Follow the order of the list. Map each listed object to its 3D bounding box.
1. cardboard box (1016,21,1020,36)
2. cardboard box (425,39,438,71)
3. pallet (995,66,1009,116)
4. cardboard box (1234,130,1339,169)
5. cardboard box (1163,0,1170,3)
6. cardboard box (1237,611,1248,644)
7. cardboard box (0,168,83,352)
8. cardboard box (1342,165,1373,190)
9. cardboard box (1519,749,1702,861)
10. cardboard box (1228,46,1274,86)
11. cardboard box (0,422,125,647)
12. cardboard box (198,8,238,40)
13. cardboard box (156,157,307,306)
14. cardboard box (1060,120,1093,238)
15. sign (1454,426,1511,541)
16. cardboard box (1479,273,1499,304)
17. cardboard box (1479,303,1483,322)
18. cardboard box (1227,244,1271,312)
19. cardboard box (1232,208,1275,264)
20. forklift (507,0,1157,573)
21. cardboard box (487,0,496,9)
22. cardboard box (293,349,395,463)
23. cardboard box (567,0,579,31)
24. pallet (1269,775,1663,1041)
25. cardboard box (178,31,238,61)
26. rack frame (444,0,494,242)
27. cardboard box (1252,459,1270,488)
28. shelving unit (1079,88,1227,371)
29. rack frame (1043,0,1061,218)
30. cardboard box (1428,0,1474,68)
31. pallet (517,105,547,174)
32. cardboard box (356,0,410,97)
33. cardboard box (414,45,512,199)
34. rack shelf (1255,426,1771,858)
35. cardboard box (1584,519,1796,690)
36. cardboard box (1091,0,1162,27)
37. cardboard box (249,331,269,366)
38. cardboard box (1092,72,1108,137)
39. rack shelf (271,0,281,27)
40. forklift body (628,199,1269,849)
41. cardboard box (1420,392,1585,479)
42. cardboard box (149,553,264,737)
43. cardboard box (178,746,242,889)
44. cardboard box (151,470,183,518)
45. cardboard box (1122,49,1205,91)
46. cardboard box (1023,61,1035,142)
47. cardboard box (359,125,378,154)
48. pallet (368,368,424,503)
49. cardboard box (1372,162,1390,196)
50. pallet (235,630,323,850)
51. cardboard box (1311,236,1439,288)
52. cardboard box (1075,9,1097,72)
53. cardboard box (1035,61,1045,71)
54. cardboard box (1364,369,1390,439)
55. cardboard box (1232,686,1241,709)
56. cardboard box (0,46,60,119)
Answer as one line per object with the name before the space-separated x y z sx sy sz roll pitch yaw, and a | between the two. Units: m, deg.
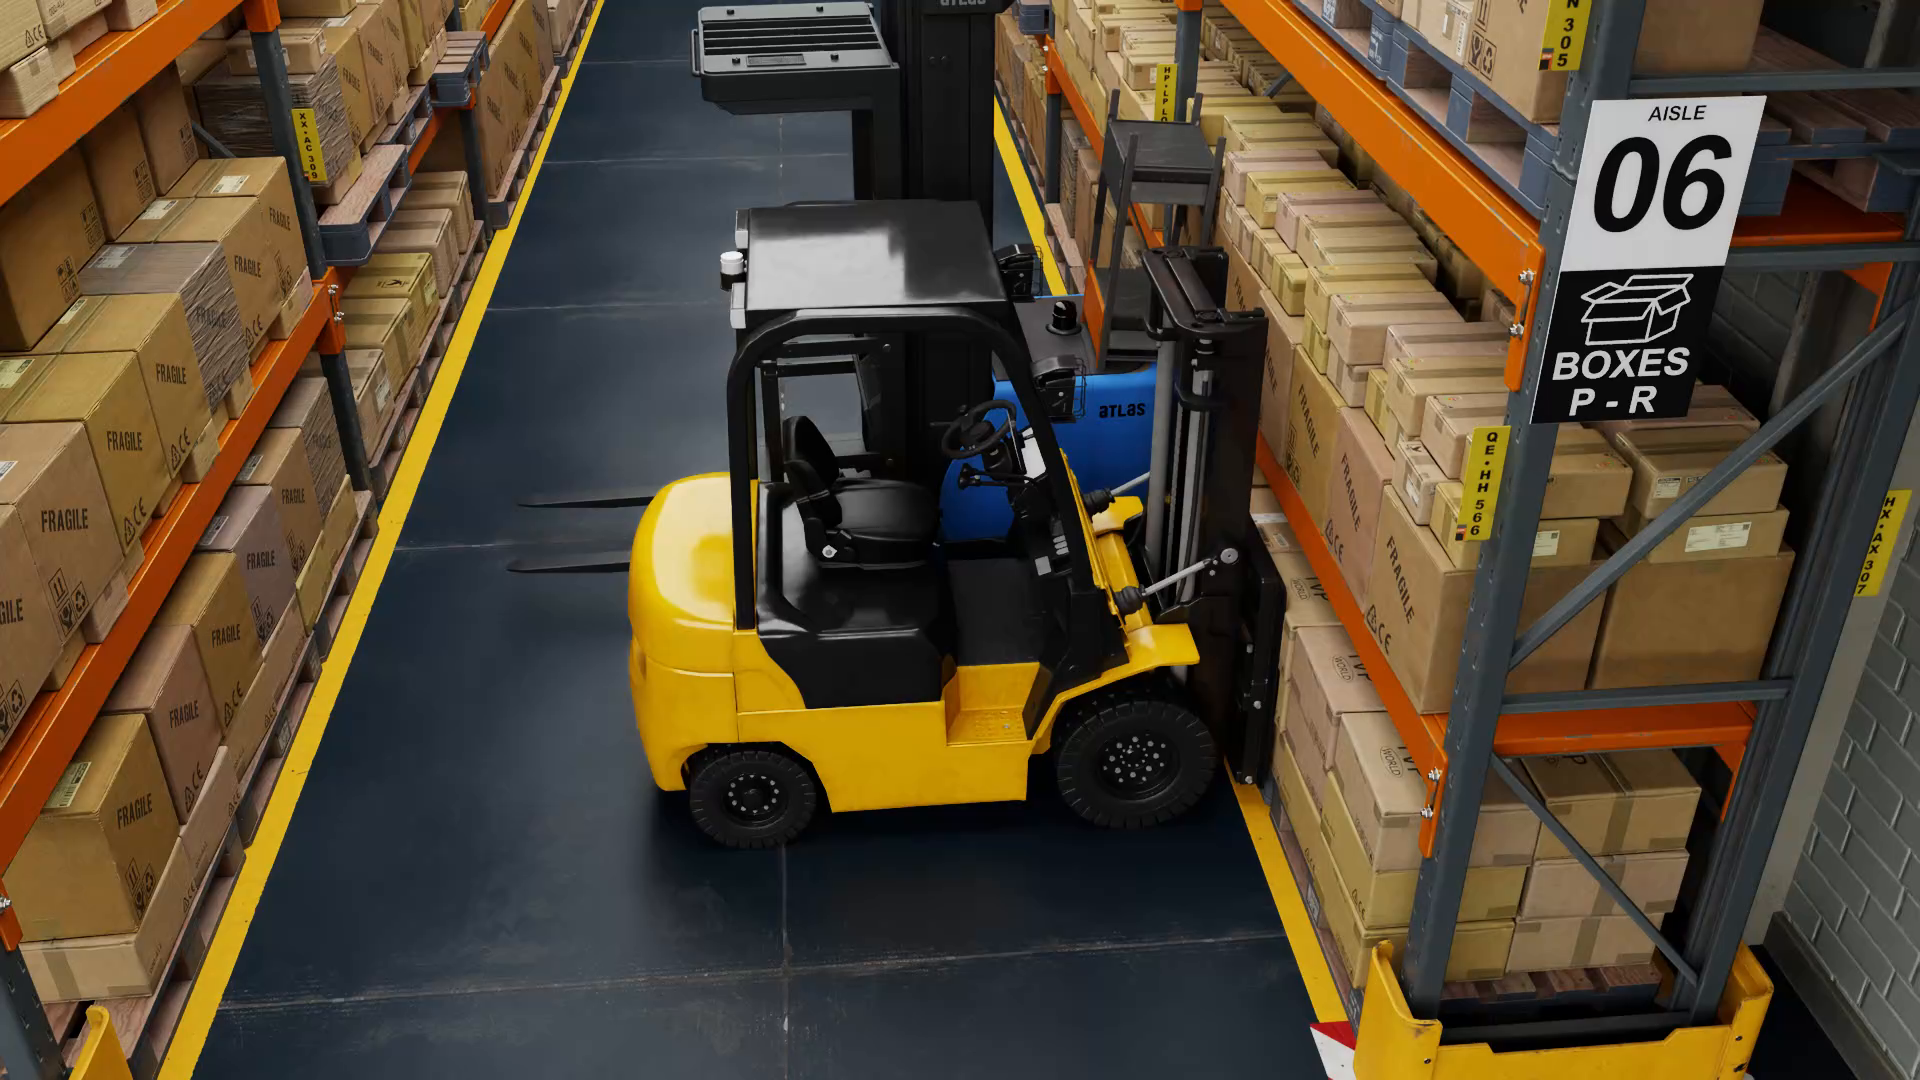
cardboard box | 0.674 -4.340 13.986 0.380 0.149 0.250 -3 31 -5
cardboard box | -3.380 -2.933 10.070 0.380 0.149 0.250 -4 31 -7
pallet | 0.856 -4.076 14.869 1.003 0.211 1.213 -3 31 -5
cardboard box | 1.371 -1.616 7.010 0.380 0.149 0.250 -3 31 -6
cardboard box | 1.484 -3.318 10.539 0.500 0.250 0.500 -2 31 -4
cardboard box | 1.358 0.217 6.746 0.500 0.250 0.500 -3 31 -5
cardboard box | -3.442 -0.946 5.547 0.700 0.500 0.500 -3 31 -5
cardboard box | 1.850 -1.511 7.124 0.380 0.149 0.250 -2 31 -3
cardboard box | 2.007 0.756 5.356 0.500 0.250 0.500 -3 31 -5
cardboard box | 1.630 -2.510 8.797 0.380 0.149 0.250 -3 31 -5
cardboard box | -2.898 -0.011 4.955 0.500 0.500 0.500 -2 31 -3
cardboard box | -3.797 -2.568 8.195 0.380 0.149 0.250 -4 31 -6
cardboard box | -3.163 -1.319 7.145 0.500 0.500 0.500 -4 31 -6
cardboard box | 1.161 -2.486 11.394 0.875 0.625 0.625 -2 31 -3
sign | 1.322 -0.140 4.200 0.100 0.325 0.005 -3 31 -5
cardboard box | 2.031 -0.860 5.744 0.380 0.149 0.250 -3 31 -6
cardboard box | 2.040 -0.727 5.812 0.380 0.149 0.250 -2 31 -3
cardboard box | 1.385 -0.883 6.705 0.500 0.500 0.500 -3 31 -5
cardboard box | 1.308 -1.221 6.639 0.380 0.149 0.250 -3 31 -5
forklift | -0.619 -1.212 7.421 3.031 2.935 1.130 -4 31 -7
cardboard box | -3.730 -4.132 12.389 0.500 0.250 0.500 -2 31 -3
cardboard box | -3.503 -0.683 8.621 0.950 0.372 0.625 -2 31 -4
cardboard box | -4.236 -5.310 16.304 0.875 0.438 0.875 -4 31 -6
pallet | 1.750 1.248 5.954 1.003 0.211 1.213 -3 31 -5
cardboard box | -3.771 -2.192 8.197 0.500 0.500 0.500 -3 31 -4
rack frame | -3.826 -3.405 11.026 1.000 3.000 0.127 -3 31 -5
cardboard box | 1.318 -0.255 7.048 0.500 0.250 0.500 -2 31 -3
shelving unit | 0.794 -0.945 7.594 0.431 2.100 0.503 1 36 -6
rack frame | 1.116 -3.645 11.427 1.000 3.000 0.127 -3 31 -5
cardboard box | 1.484 -1.372 4.435 0.380 0.149 0.250 -4 31 -6
pallet | -3.935 -3.235 13.461 1.003 0.211 1.213 -3 31 -5
cardboard box | -3.349 -2.737 9.111 0.500 0.500 0.500 -4 31 -7
cardboard box | -3.808 -3.030 12.060 0.875 0.875 0.875 -3 31 -5
rack shelf | 1.676 -0.273 6.483 1.077 0.370 4.000 -3 31 -5
cardboard box | 2.094 0.130 5.009 0.500 0.500 0.500 -2 31 -3
cardboard box | 0.983 -3.131 9.836 0.380 0.149 0.250 -2 31 -4
cardboard box | -3.142 -0.842 6.979 0.380 0.149 0.250 -3 31 -4
cardboard box | 1.058 -2.558 9.753 0.500 0.250 0.500 -2 31 -3
rack shelf | -3.639 -3.363 8.731 1.077 0.370 4.000 -3 31 -5
forklift body | -0.130 -0.077 6.281 2.313 2.155 1.214 -3 31 -5
cardboard box | 1.566 -0.307 4.818 0.380 0.149 0.250 -3 31 -5
cardboard box | -2.973 0.397 6.201 0.500 0.500 0.500 -2 31 -4
cardboard box | -2.918 0.993 5.933 0.500 0.250 0.500 -2 31 -3
cardboard box | -3.001 -0.194 5.895 0.380 0.149 0.250 -4 31 -6
cardboard box | 1.067 -2.474 8.737 0.380 0.149 0.250 -4 31 -6
cardboard box | 0.774 -3.481 13.180 0.500 0.500 0.500 -1 31 -2
cardboard box | -3.289 -2.135 8.734 0.380 0.149 0.250 -2 31 -4
pallet | -3.526 -0.563 8.987 1.003 0.211 1.213 -3 31 -5
cardboard box | 1.926 -1.514 6.839 0.380 0.149 0.250 -3 31 -6
pallet | -3.237 0.800 6.705 1.003 0.211 1.213 -3 31 -5
cardboard box | 1.471 -0.965 5.920 0.380 0.149 0.250 -2 31 -4
cardboard box | 0.991 -3.033 10.061 0.500 0.250 0.500 -4 31 -6
cardboard box | 0.781 -3.545 12.655 0.380 0.149 0.250 -4 31 -6
cardboard box | 1.523 -0.437 5.326 0.380 0.149 0.250 -3 31 -5
cardboard box | 1.359 0.441 6.859 0.500 0.250 0.500 -2 31 -3
cardboard box | -2.911 -1.345 4.896 0.380 0.149 0.250 -2 31 -4
